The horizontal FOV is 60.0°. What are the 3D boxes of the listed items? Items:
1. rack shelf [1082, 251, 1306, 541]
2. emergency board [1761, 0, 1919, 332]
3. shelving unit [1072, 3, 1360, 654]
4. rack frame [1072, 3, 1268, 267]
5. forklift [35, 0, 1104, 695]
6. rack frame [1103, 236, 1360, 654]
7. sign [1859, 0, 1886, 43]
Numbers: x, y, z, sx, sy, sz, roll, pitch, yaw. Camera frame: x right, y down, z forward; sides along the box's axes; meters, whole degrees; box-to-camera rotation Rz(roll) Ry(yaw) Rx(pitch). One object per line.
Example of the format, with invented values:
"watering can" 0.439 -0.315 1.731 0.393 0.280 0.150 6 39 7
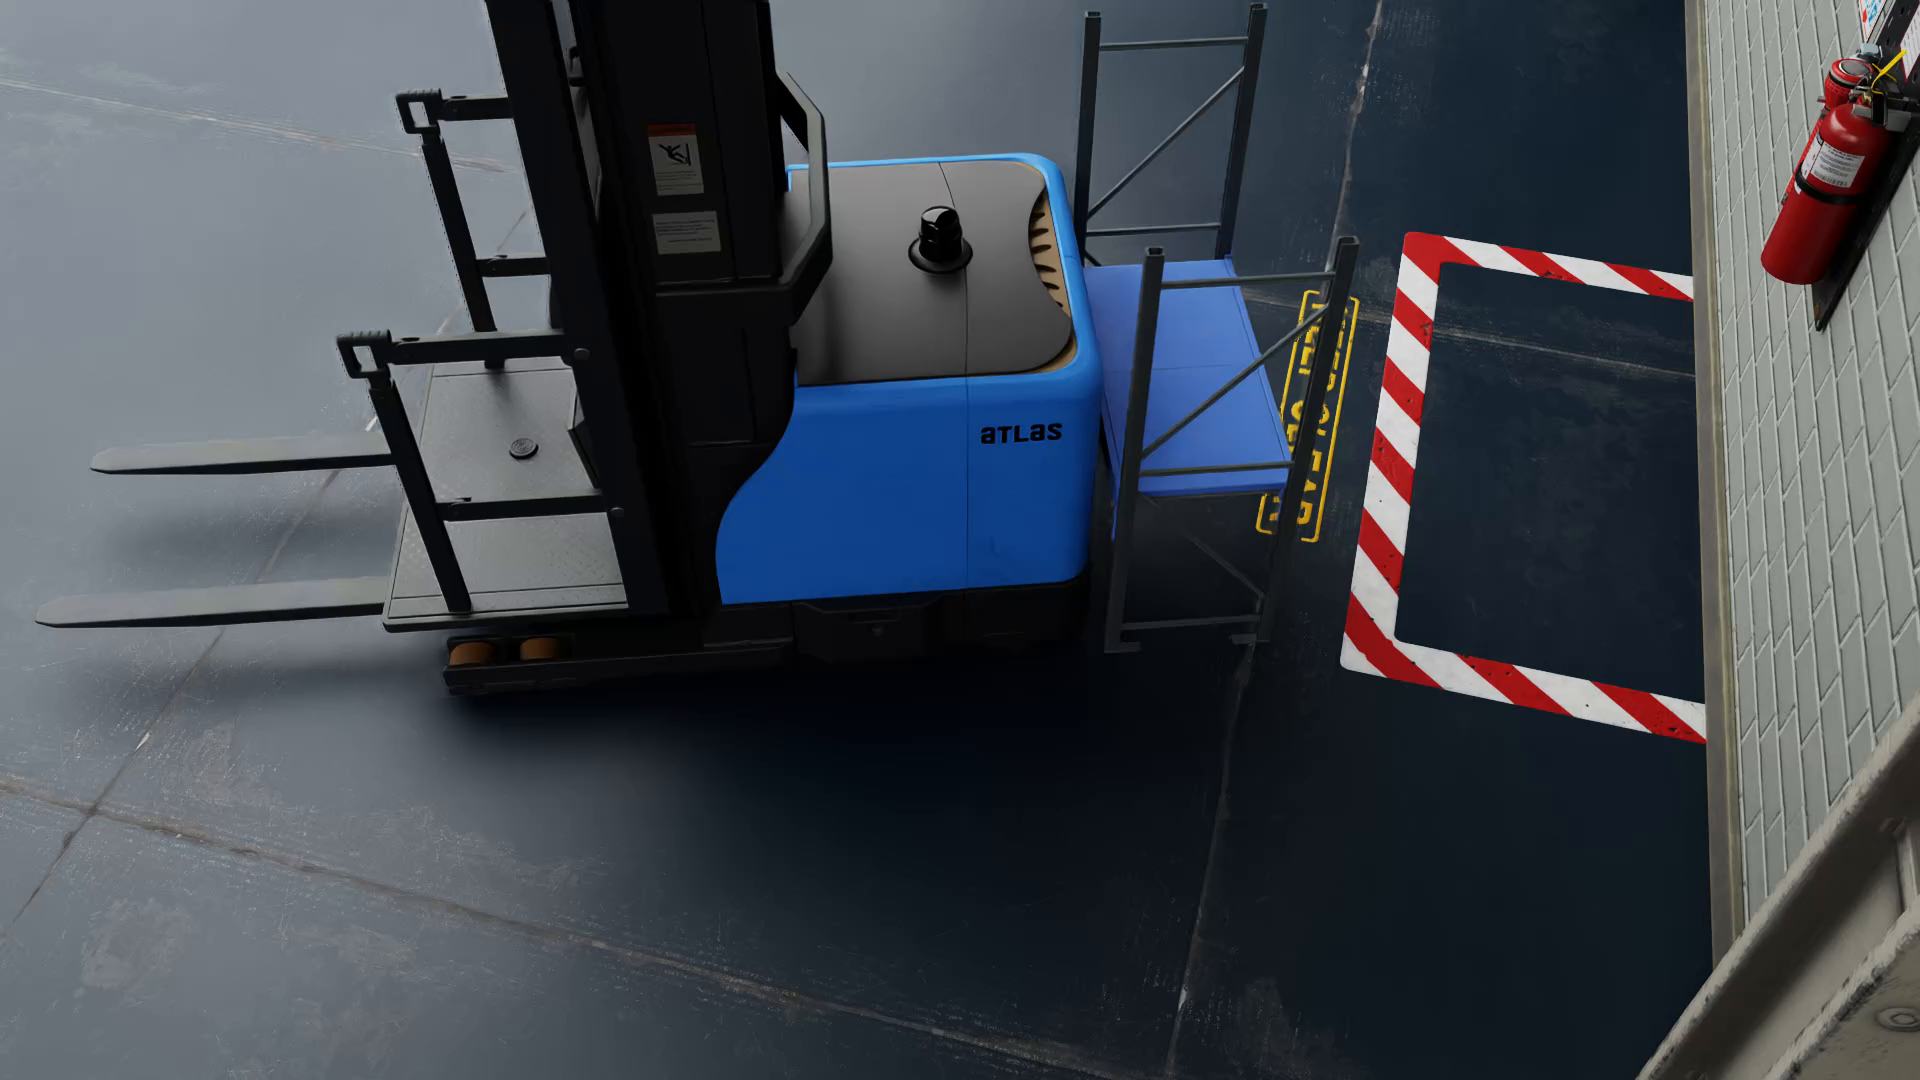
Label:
"rack shelf" 0.633 -0.446 4.883 0.538 0.185 1.000 -4 49 -3
"emergency board" 2.329 -1.193 4.302 0.194 1.169 0.643 12 50 10
"shelving unit" 0.633 -0.565 4.749 0.538 1.500 1.048 -4 49 -3
"rack frame" 0.588 -0.945 5.084 0.500 1.500 0.032 -4 49 -3
"forklift" -1.164 -0.935 4.120 3.031 2.935 1.130 -4 49 -3
"rack frame" 0.677 -0.186 4.413 0.500 1.500 0.032 -4 49 -3
"sign" 2.574 -1.584 4.624 0.001 0.329 0.234 12 50 10
